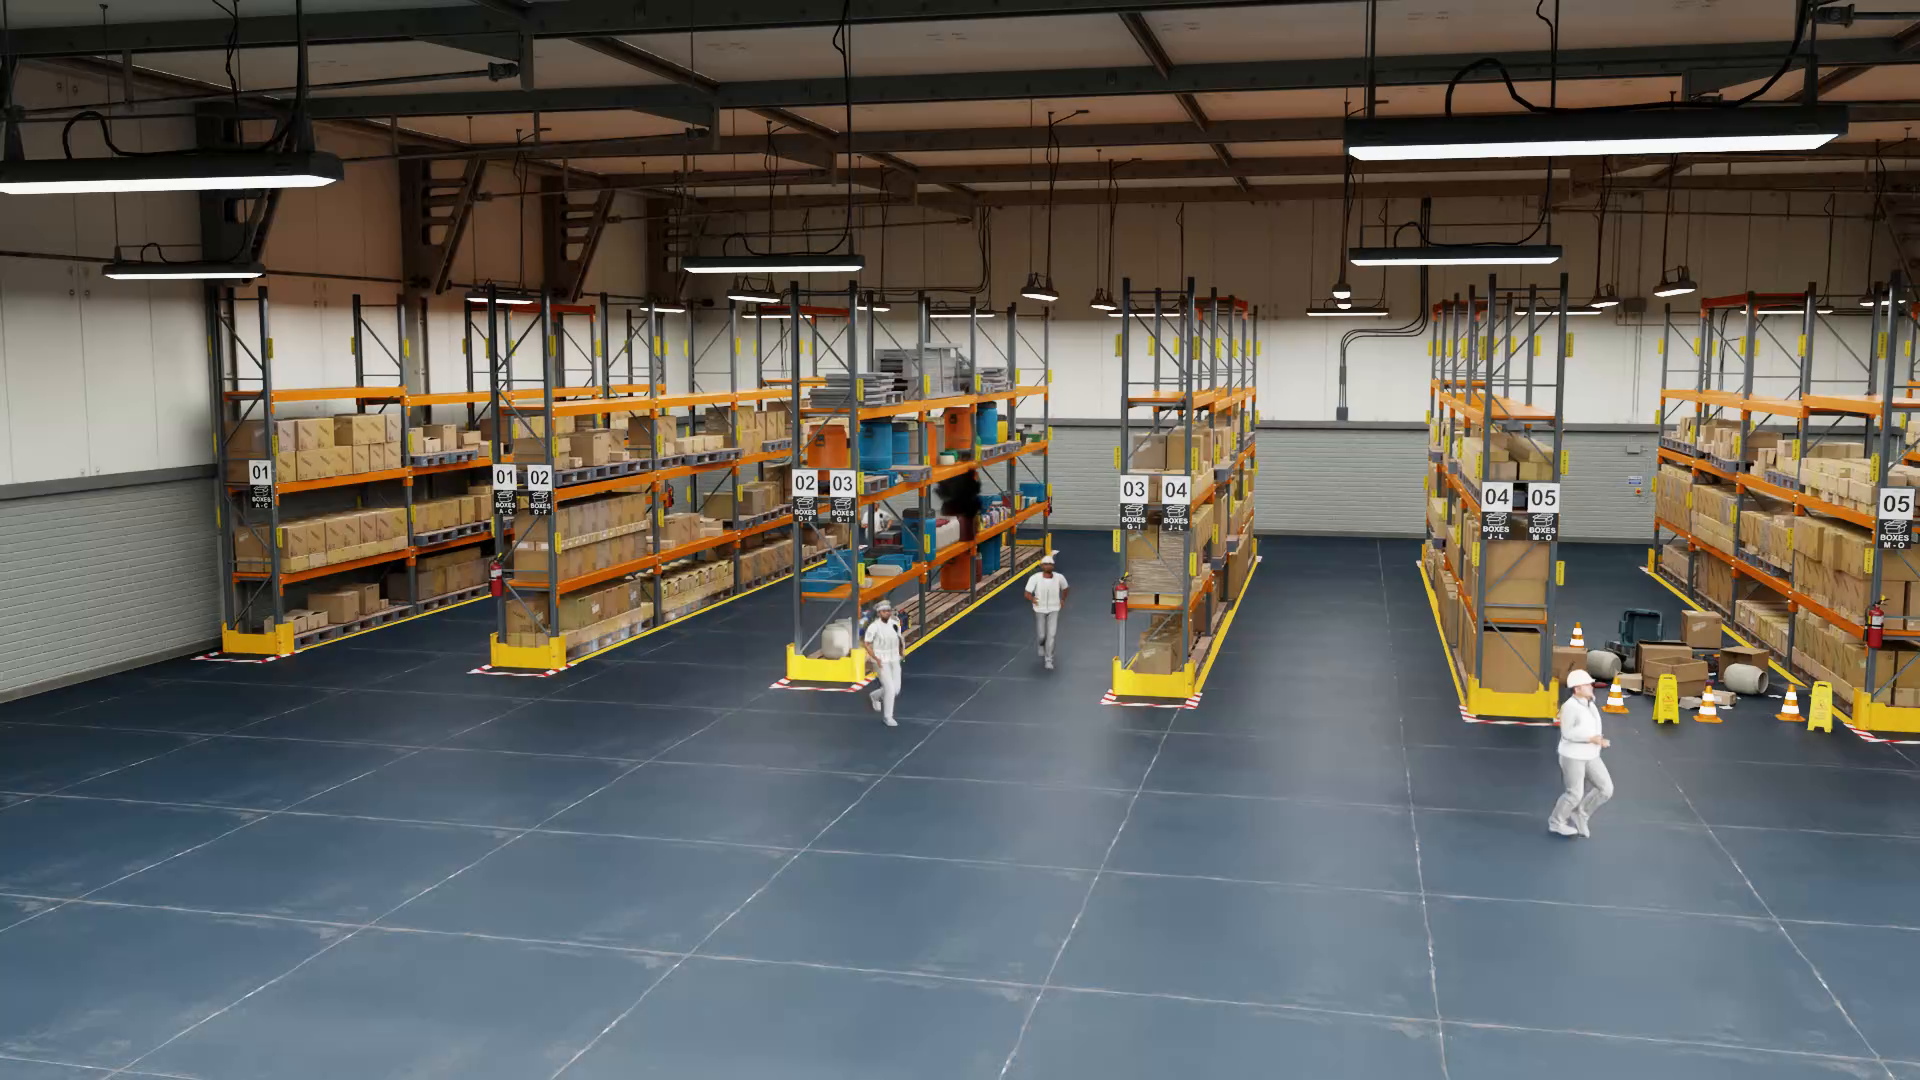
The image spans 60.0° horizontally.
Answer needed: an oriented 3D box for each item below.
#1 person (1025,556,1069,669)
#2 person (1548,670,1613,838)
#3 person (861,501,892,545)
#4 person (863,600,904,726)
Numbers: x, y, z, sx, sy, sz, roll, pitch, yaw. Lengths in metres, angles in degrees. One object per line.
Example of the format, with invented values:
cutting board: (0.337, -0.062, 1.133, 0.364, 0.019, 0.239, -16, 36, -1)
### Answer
person: (1.373, 1.112, 26.181, 0.712, 1.745, 0.897, 0, 7, -1)
person: (6.344, 2.196, 16.921, 0.633, 1.766, 0.689, -5, 9, -40)
person: (-1.720, -0.001, 33.736, 0.598, 1.706, 0.817, 1, 7, 12)
person: (-1.014, 1.628, 22.323, 0.576, 1.683, 0.569, -5, 8, -36)
